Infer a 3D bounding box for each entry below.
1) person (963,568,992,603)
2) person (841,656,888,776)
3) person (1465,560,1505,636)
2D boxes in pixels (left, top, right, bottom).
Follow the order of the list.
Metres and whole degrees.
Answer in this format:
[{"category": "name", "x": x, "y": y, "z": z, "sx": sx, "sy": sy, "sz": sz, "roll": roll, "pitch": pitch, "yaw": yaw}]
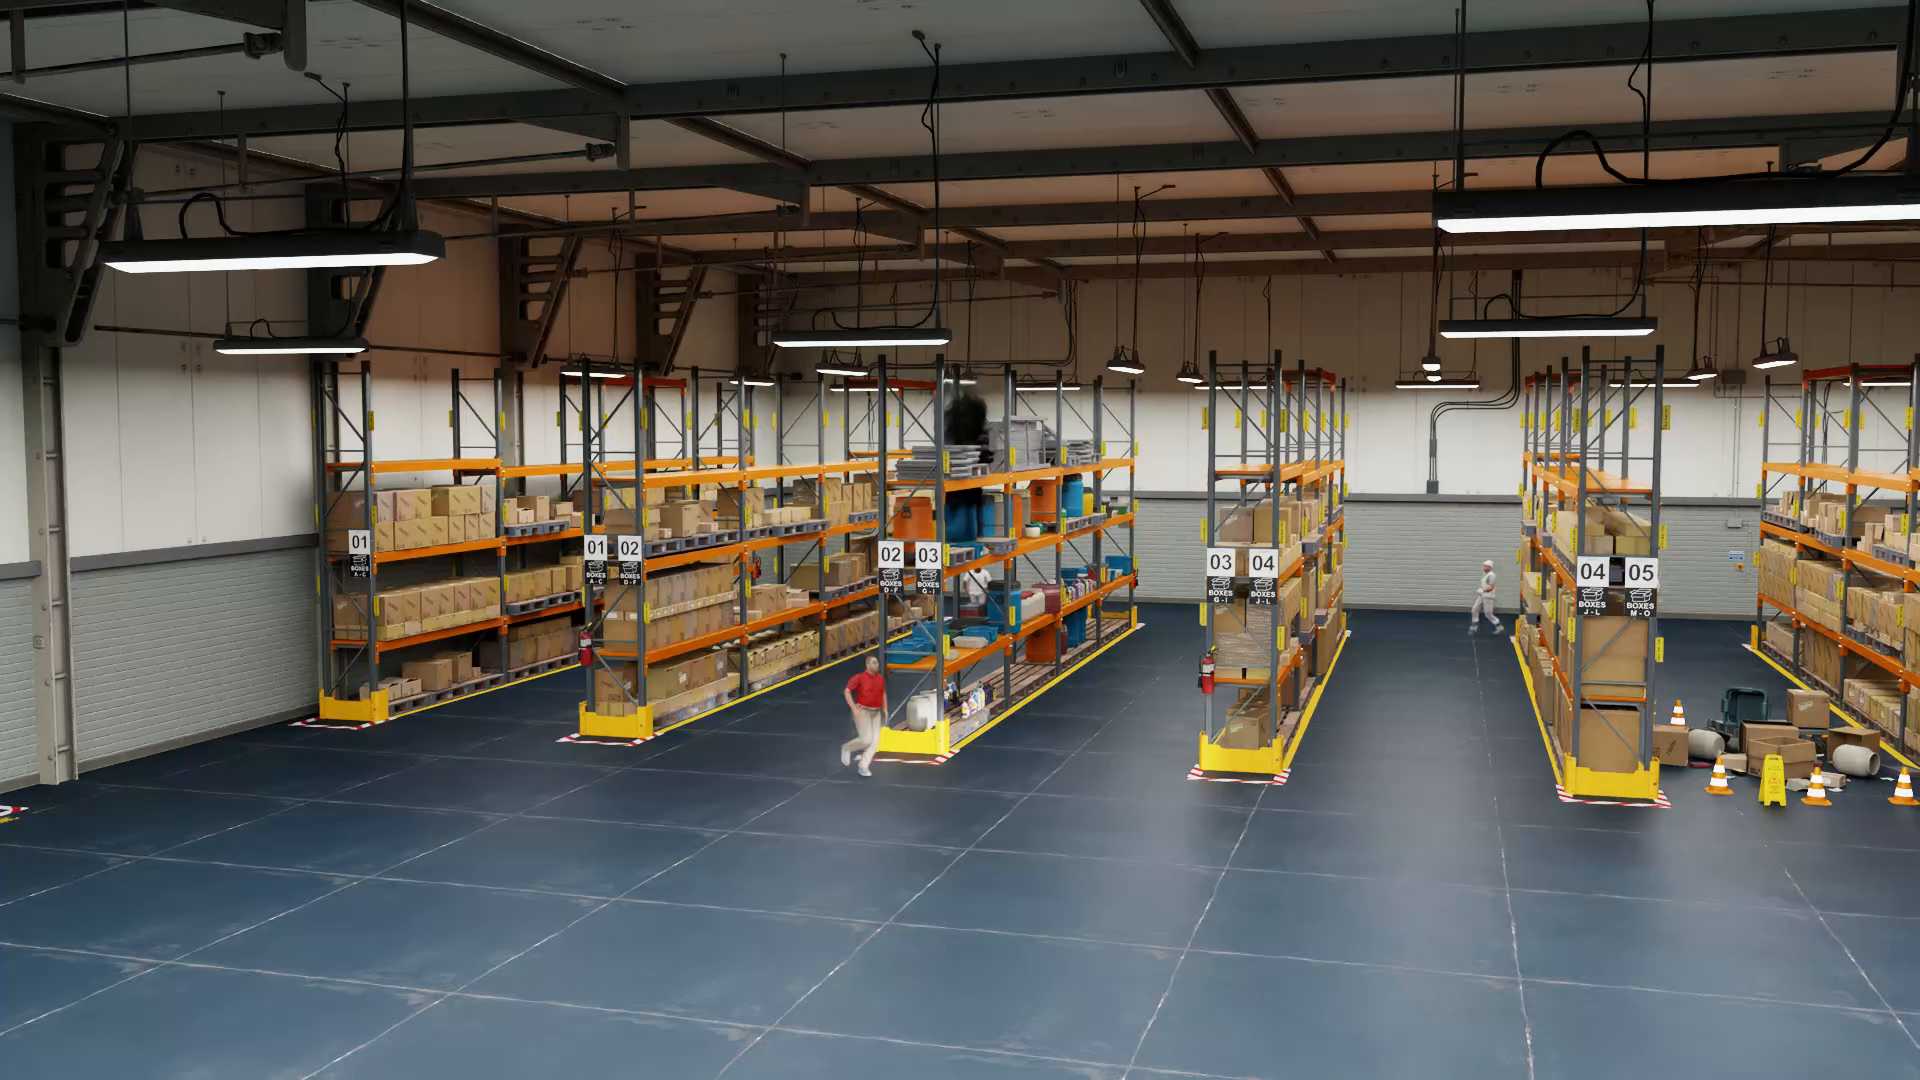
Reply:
[{"category": "person", "x": 0.415, "y": 1.295, "z": 40.050, "sx": 0.703, "sy": 1.721, "sz": 0.601, "roll": 0, "pitch": 4, "yaw": 6}, {"category": "person", "x": -1.294, "y": 2.484, "z": 23.706, "sx": 0.701, "sy": 1.654, "sz": 0.618, "roll": -3, "pitch": 5, "yaw": -40}, {"category": "person", "x": 12.244, "y": 1.364, "z": 38.697, "sx": 0.878, "sy": 1.798, "sz": 0.679, "roll": 0, "pitch": 4, "yaw": 3}]
